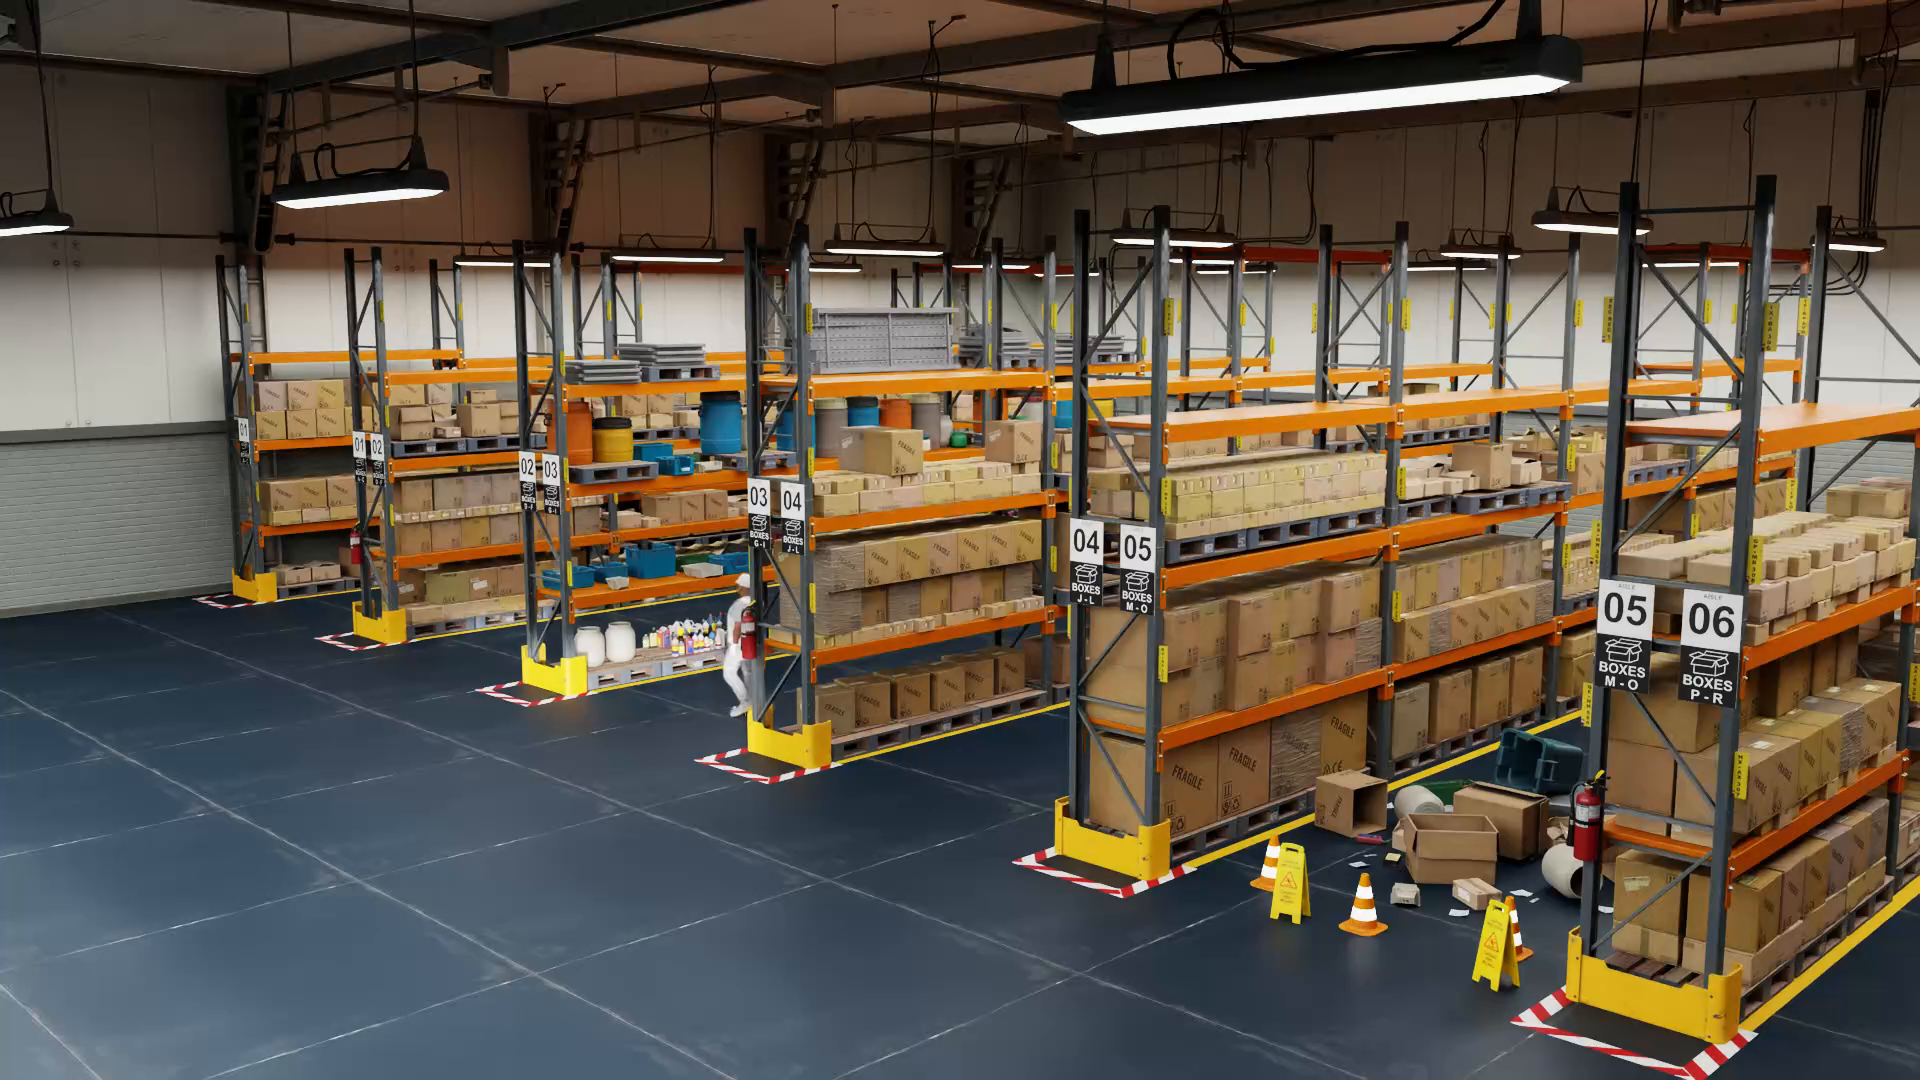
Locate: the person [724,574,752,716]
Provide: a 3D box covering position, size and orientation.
[{"bbox_3d":[-2.732,1.312,20.971,0.404,1.790,0.612,4,9,25],"label":"person"}]

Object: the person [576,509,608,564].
[{"bbox_3d":[-6.680,0.025,30.202,0.604,1.759,0.581,-3,9,-20],"label":"person"}]
